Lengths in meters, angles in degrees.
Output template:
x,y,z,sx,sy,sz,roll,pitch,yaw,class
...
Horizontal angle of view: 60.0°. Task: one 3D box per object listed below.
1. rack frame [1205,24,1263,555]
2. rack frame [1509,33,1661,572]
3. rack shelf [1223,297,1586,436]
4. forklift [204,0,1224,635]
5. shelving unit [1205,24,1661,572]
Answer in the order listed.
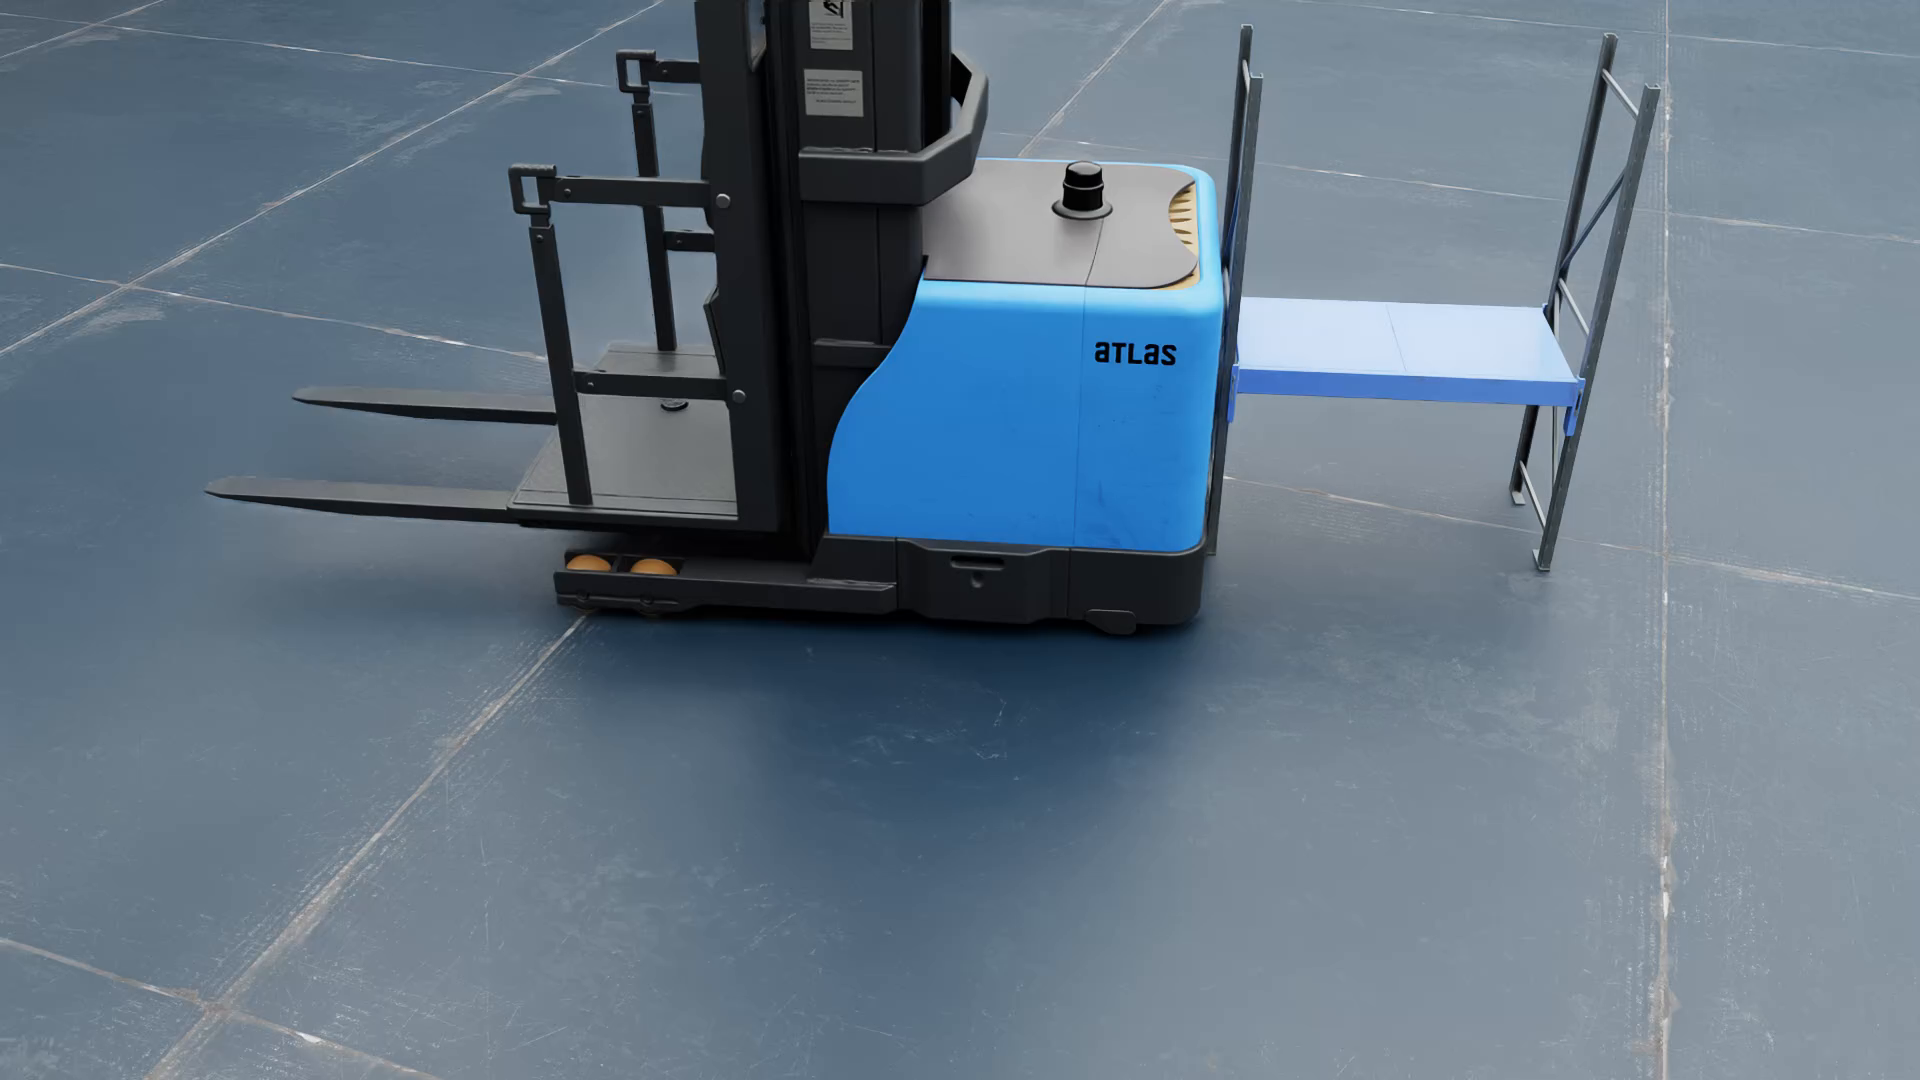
x,y,z,sx,sy,sz,roll,pitch,yaw,class
0.802,-0.718,4.979,0.032,1.500,0.500,3,33,4,rack frame
1.815,-0.669,4.903,0.032,1.500,0.500,3,33,4,rack frame
1.309,-0.542,5.039,1.000,0.185,0.538,3,33,4,rack shelf
-0.769,-1.289,4.545,3.031,2.935,1.130,3,33,5,forklift
1.309,-0.693,4.941,1.048,1.500,0.538,3,33,4,shelving unit
